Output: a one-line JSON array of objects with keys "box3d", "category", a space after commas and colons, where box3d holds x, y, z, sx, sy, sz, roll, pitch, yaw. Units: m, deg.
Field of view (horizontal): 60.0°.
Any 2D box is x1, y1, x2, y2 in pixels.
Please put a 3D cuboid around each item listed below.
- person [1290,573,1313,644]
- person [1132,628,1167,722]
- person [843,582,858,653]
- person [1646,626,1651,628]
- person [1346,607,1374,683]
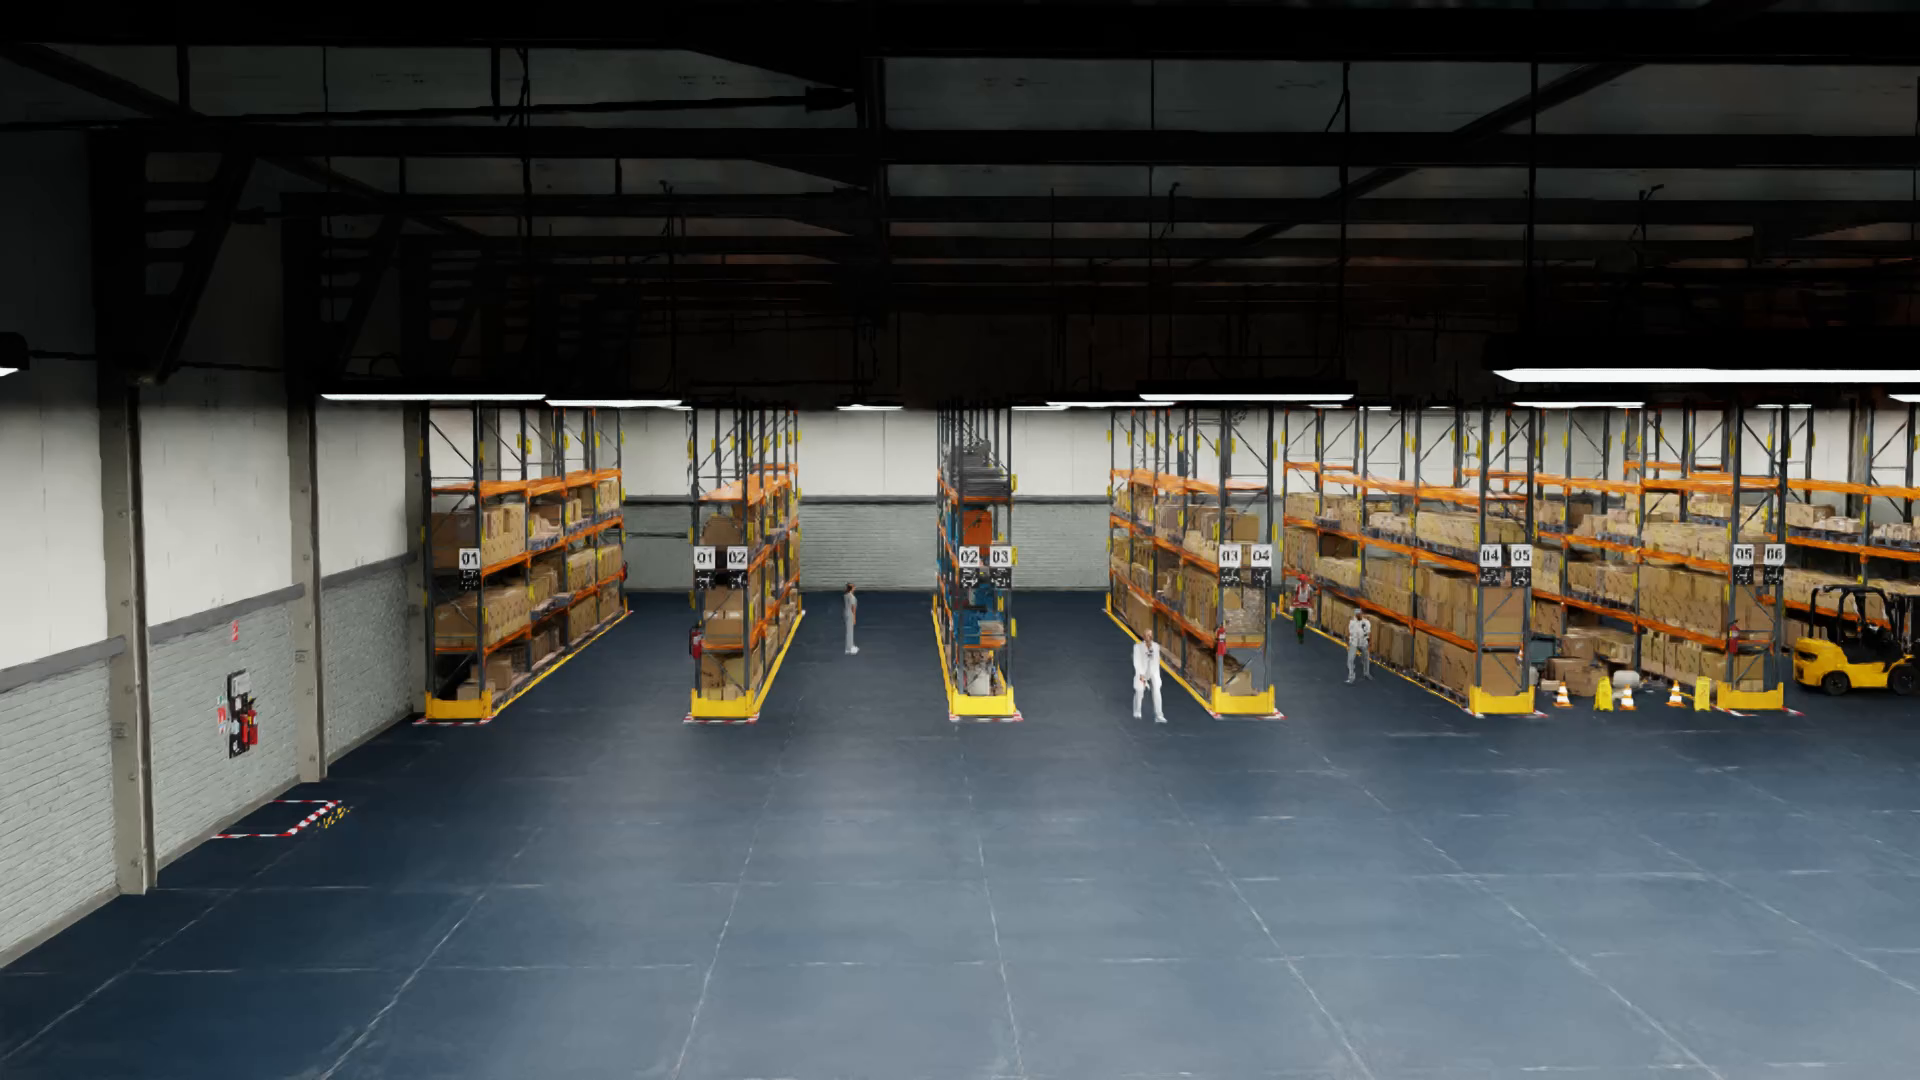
[{"box3d": [8.484, 1.675, 41.173, 0.550, 1.709, 1.128, 0, 4, -4], "category": "person"}, {"box3d": [3.449, 2.486, 30.668, 0.578, 1.705, 1.105, -1, 4, -11], "category": "person"}, {"box3d": [-2.562, 1.877, 39.456, 0.454, 1.572, 0.538, -2, 5, -28], "category": "person"}, {"box3d": [18.280, 1.522, 43.468, 0.555, 1.660, 0.591, 1, 5, 15], "category": "person"}, {"box3d": [8.476, 2.202, 35.207, 0.534, 1.598, 0.935, 2, 5, 19], "category": "person"}]
